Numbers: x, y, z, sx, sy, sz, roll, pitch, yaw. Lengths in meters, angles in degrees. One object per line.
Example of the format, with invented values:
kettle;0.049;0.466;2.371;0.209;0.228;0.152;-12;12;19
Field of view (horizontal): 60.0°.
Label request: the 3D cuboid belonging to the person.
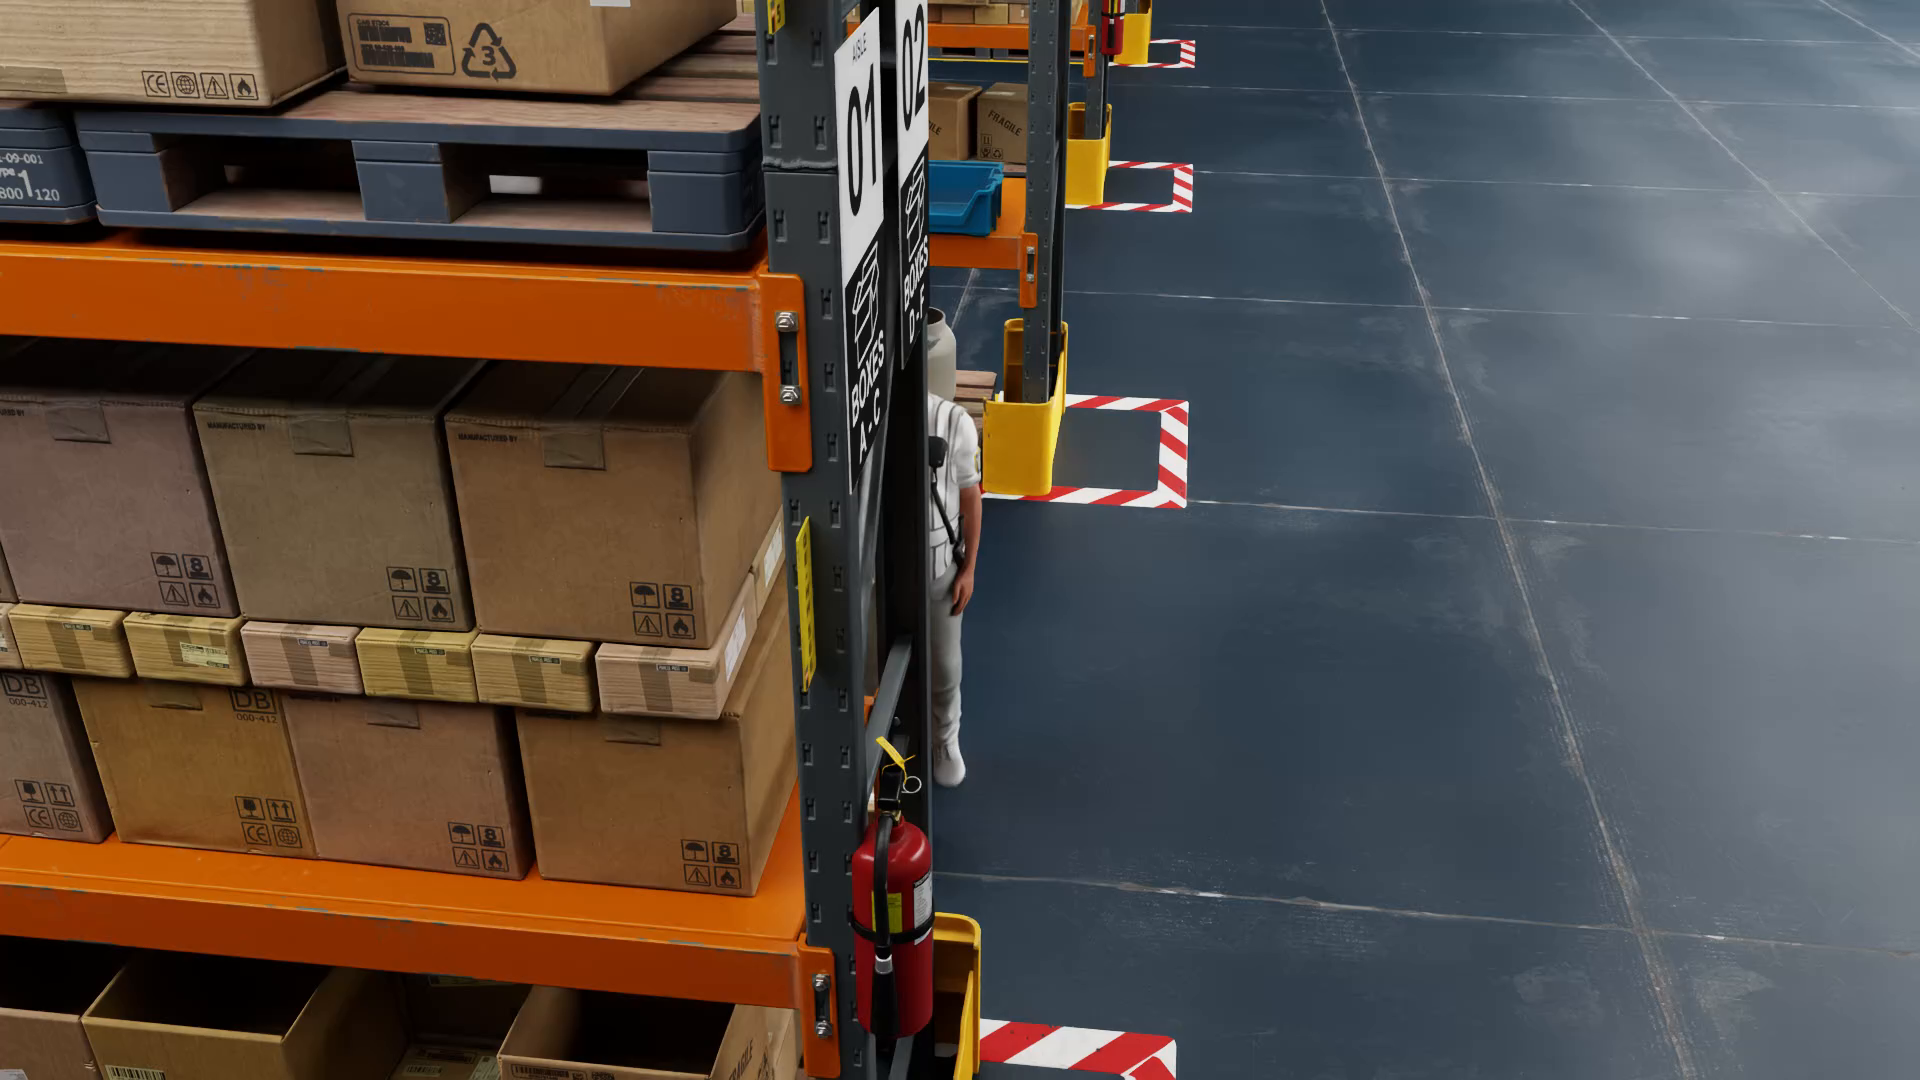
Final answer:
person;-0.190;0.091;5.952;0.528;1.791;0.394;4;28;8
